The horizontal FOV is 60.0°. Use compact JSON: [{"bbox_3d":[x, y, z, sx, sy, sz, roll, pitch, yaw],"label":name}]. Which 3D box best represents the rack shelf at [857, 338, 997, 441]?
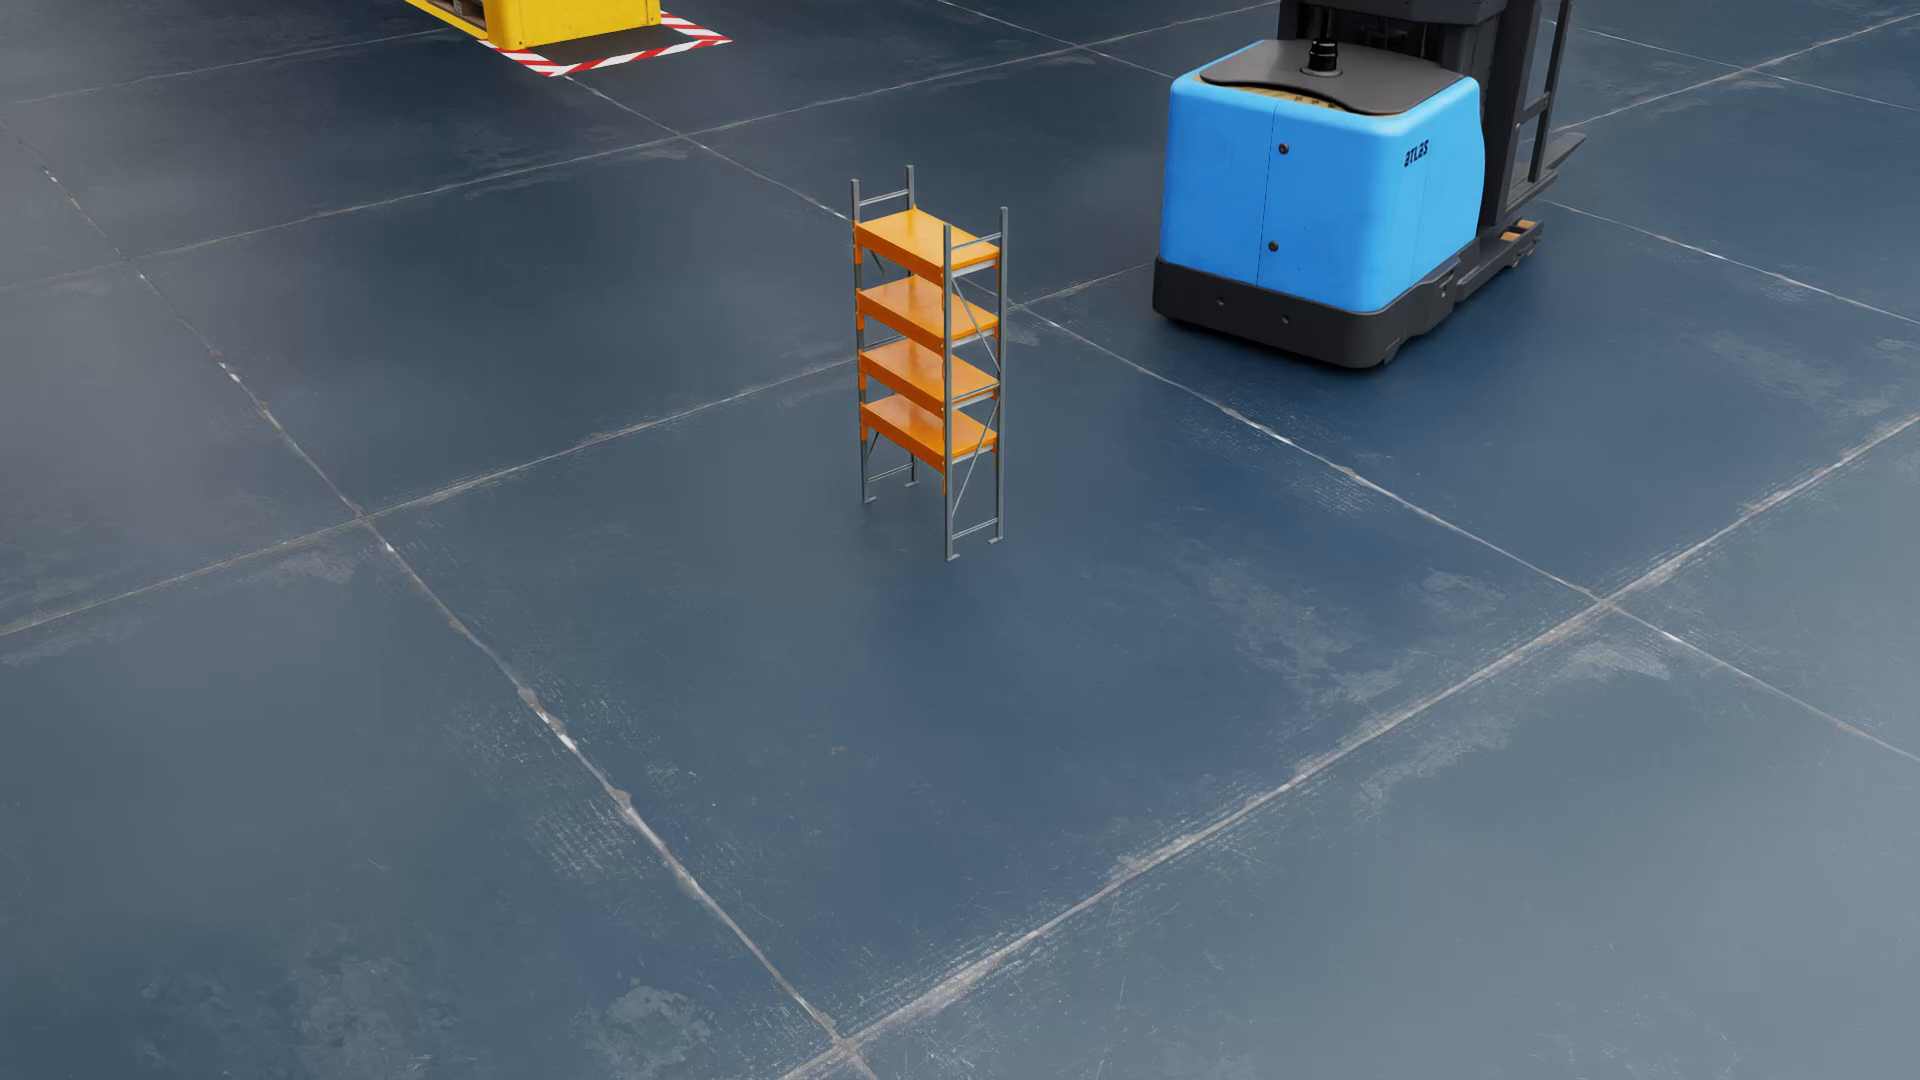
[{"bbox_3d":[-0.102,-0.522,5.580,0.258,0.148,0.480,-22,38,-31],"label":"rack shelf"}]

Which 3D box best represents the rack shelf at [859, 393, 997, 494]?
[{"bbox_3d":[-0.102,-0.353,5.685,0.258,0.148,0.480,-22,38,-31],"label":"rack shelf"}]

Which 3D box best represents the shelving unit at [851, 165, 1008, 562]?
[{"bbox_3d":[-0.102,-0.579,5.545,0.258,1.200,0.503,-22,38,-31],"label":"shelving unit"}]

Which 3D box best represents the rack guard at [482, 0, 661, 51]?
[{"bbox_3d":[-2.612,-3.676,11.195,1.175,0.500,0.348,-22,38,-31],"label":"rack guard"}]

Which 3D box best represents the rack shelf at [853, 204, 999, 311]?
[{"bbox_3d":[-0.102,-0.912,5.337,0.258,0.148,0.480,-22,38,-31],"label":"rack shelf"}]

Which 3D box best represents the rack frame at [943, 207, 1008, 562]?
[{"bbox_3d":[0.048,-0.477,5.381,0.240,1.200,0.015,-22,38,-31],"label":"rack frame"}]

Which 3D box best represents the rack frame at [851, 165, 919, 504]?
[{"bbox_3d":[-0.251,-0.680,5.708,0.240,1.200,0.015,-22,38,-31],"label":"rack frame"}]

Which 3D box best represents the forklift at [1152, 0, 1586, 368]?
[{"bbox_3d":[2.124,-2.661,7.256,1.130,2.935,3.031,22,38,31],"label":"forklift"}]

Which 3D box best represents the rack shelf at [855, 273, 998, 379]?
[{"bbox_3d":[-0.102,-0.712,5.462,0.258,0.148,0.480,-22,38,-31],"label":"rack shelf"}]

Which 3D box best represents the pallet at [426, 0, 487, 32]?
[{"bbox_3d":[-3.106,-3.894,11.819,1.003,0.211,1.213,-22,38,-31],"label":"pallet"}]
